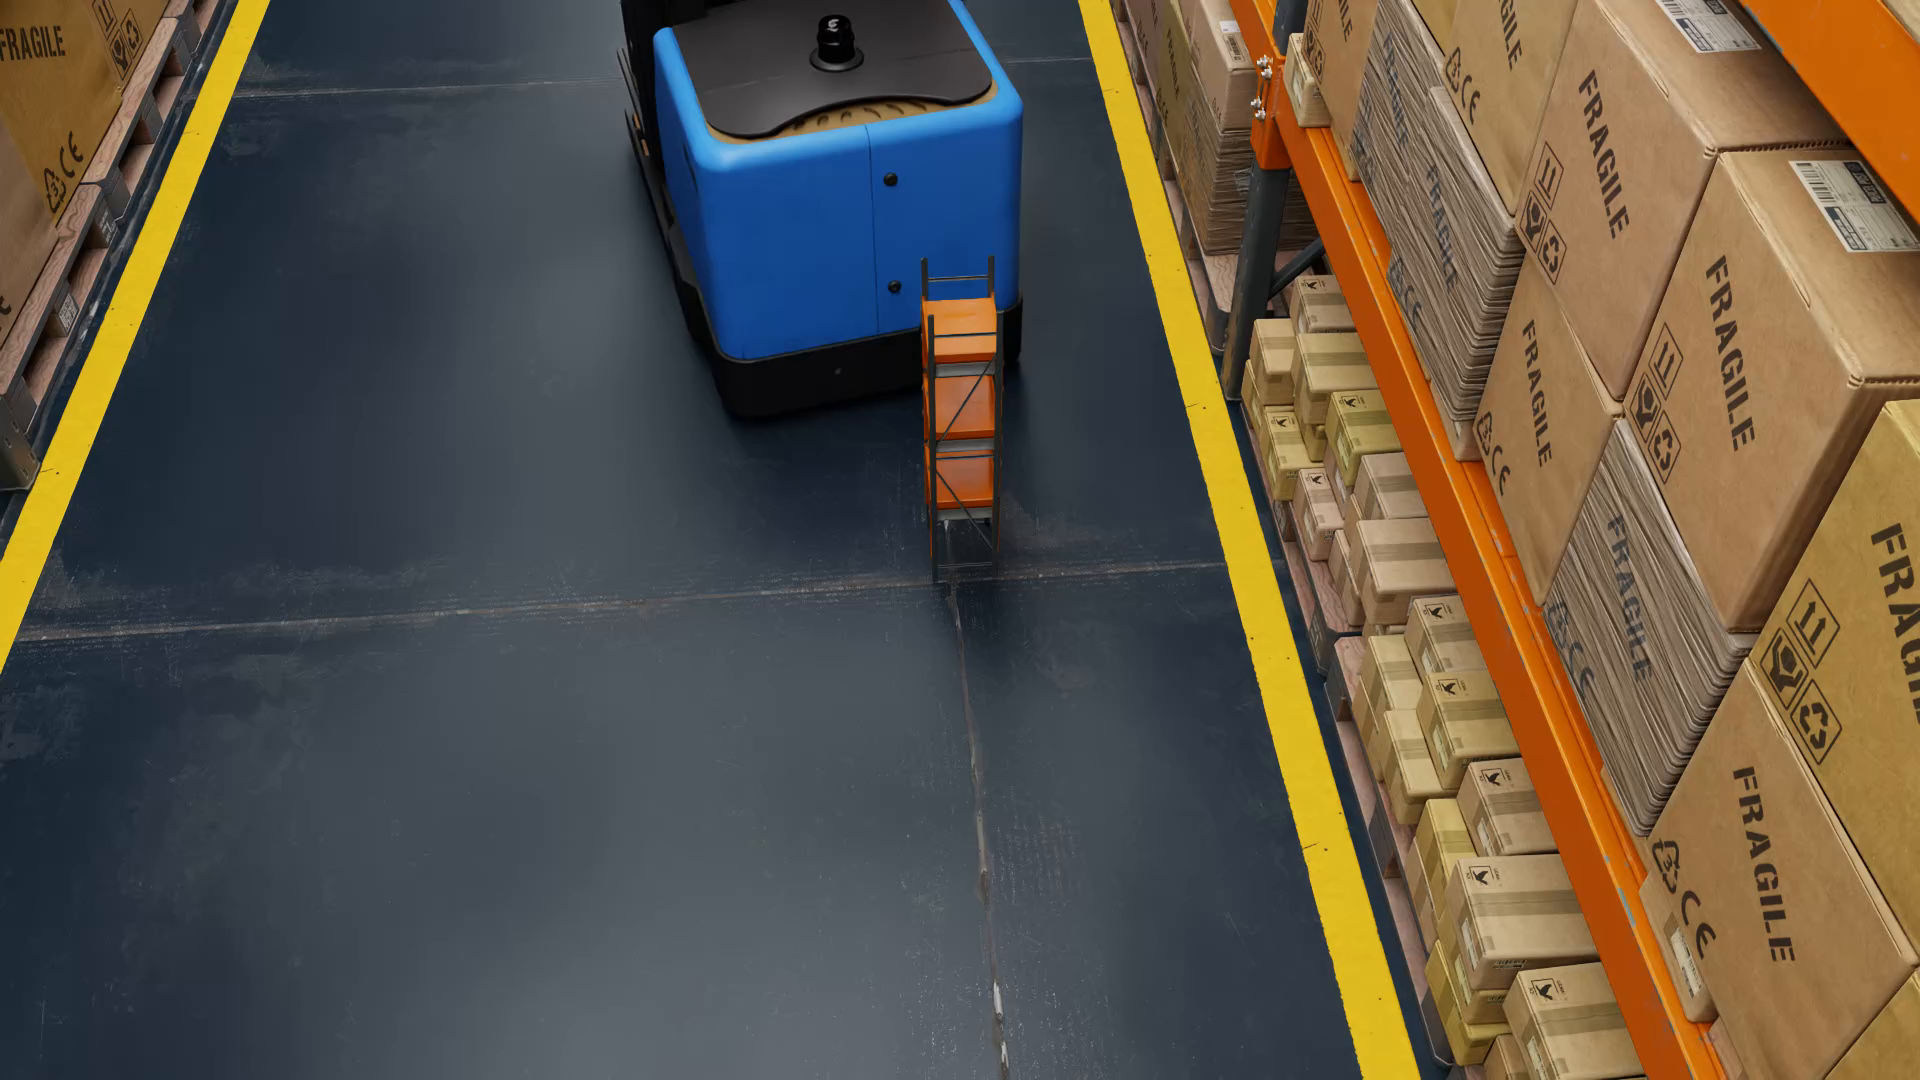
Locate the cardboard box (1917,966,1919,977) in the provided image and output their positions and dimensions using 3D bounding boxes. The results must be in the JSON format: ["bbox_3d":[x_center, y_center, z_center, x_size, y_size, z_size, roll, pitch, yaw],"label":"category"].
[{"bbox_3d":[1.454,0.523,1.727,0.500,0.500,0.500,-4,47,-4],"label":"cardboard box"}]

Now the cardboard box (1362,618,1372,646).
[{"bbox_3d":[1.339,0.286,4.587,0.380,0.149,0.250,-5,47,-5],"label":"cardboard box"}]

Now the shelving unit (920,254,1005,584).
[{"bbox_3d":[0.004,-0.322,4.832,0.215,1.050,0.252,-3,47,-3],"label":"shelving unit"}]

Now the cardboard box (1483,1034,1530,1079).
[{"bbox_3d":[1.396,1.233,3.691,0.380,0.149,0.250,-3,47,-3],"label":"cardboard box"}]

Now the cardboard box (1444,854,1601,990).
[{"bbox_3d":[1.295,0.836,3.657,0.380,0.149,0.250,-2,47,-2],"label":"cardboard box"}]

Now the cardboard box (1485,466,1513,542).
[{"bbox_3d":[1.330,-0.123,3.473,0.380,0.149,0.250,-2,47,-2],"label":"cardboard box"}]

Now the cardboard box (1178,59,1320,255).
[{"bbox_3d":[1.092,-1.380,5.923,0.500,0.500,0.500,-4,47,-4],"label":"cardboard box"}]

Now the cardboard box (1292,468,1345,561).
[{"bbox_3d":[1.211,-0.087,4.940,0.380,0.149,0.250,-4,47,-3],"label":"cardboard box"}]

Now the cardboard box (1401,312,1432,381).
[{"bbox_3d":[1.246,-0.508,3.838,0.380,0.149,0.250,-3,47,-3],"label":"cardboard box"}]

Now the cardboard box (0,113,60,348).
[{"bbox_3d":[-3.650,-1.058,5.360,0.875,0.875,0.875,-2,47,-2],"label":"cardboard box"}]

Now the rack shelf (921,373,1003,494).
[{"bbox_3d":[0.004,-0.315,4.840,0.215,0.259,0.240,-3,47,-3],"label":"rack shelf"}]

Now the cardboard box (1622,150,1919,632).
[{"bbox_3d":[1.359,-0.219,2.429,0.500,0.500,0.500,-1,47,-1],"label":"cardboard box"}]

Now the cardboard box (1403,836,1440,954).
[{"bbox_3d":[1.309,0.853,4.050,0.380,0.149,0.250,-3,47,-3],"label":"cardboard box"}]

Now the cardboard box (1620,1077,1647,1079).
[{"bbox_3d":[1.331,1.218,3.295,0.380,0.149,0.250,-4,47,-4],"label":"cardboard box"}]

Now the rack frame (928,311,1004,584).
[{"bbox_3d":[0.015,-0.234,4.749,0.200,1.050,0.008,-3,47,-3],"label":"rack frame"}]

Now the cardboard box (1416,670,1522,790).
[{"bbox_3d":[1.333,0.451,4.022,0.380,0.149,0.250,-3,47,-3],"label":"cardboard box"}]

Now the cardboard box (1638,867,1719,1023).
[{"bbox_3d":[1.367,0.641,2.750,0.380,0.149,0.250,-2,47,-2],"label":"cardboard box"}]

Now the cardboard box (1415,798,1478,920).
[{"bbox_3d":[1.307,0.752,3.941,0.380,0.149,0.250,-1,47,-1],"label":"cardboard box"}]

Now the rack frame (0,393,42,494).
[{"bbox_3d":[-3.519,-1.201,4.321,1.000,3.000,0.127,-3,47,-3],"label":"rack frame"}]

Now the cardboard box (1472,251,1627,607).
[{"bbox_3d":[1.325,-0.227,3.126,0.500,0.500,0.500,-1,47,-1],"label":"cardboard box"}]

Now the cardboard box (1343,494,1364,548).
[{"bbox_3d":[1.304,-0.012,4.665,0.380,0.149,0.250,-6,47,-5],"label":"cardboard box"}]

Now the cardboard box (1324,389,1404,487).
[{"bbox_3d":[1.262,-0.299,4.731,0.380,0.149,0.250,-4,47,-4],"label":"cardboard box"}]

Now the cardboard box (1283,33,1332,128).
[{"bbox_3d":[1.103,-1.264,4.554,0.380,0.149,0.250,-2,47,-2],"label":"cardboard box"}]

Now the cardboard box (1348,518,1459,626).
[{"bbox_3d":[1.247,0.078,4.375,0.380,0.149,0.250,-3,47,-2],"label":"cardboard box"}]

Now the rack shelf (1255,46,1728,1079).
[{"bbox_3d":[1.573,0.120,3.566,1.077,0.370,4.000,-3,47,-3],"label":"rack shelf"}]

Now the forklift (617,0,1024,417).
[{"bbox_3d":[-0.710,-2.509,5.608,1.130,2.935,3.031,-13,48,-12],"label":"forklift"}]

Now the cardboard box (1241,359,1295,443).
[{"bbox_3d":[1.116,-0.456,5.290,0.380,0.149,0.250,-5,47,-5],"label":"cardboard box"}]

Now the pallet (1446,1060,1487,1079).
[{"bbox_3d":[1.701,1.633,3.558,1.003,0.211,1.213,-3,47,-3],"label":"pallet"}]

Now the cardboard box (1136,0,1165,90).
[{"bbox_3d":[1.011,-2.122,6.627,0.500,0.500,0.500,-4,47,-4],"label":"cardboard box"}]

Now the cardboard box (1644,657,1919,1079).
[{"bbox_3d":[1.408,0.500,2.437,0.500,0.500,0.500,-4,47,-4],"label":"cardboard box"}]

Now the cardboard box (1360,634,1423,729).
[{"bbox_3d":[1.261,0.375,4.299,0.380,0.149,0.250,-4,47,-4],"label":"cardboard box"}]

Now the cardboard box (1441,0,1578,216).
[{"bbox_3d":[1.270,-0.973,3.144,0.500,0.500,0.500,-3,47,-3],"label":"cardboard box"}]

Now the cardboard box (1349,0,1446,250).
[{"bbox_3d":[1.244,-0.980,3.839,0.500,0.500,0.500,-3,47,-3],"label":"cardboard box"}]

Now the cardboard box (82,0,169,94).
[{"bbox_3d":[-3.808,-2.358,6.592,0.875,0.875,0.875,-3,47,-3],"label":"cardboard box"}]

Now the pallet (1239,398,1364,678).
[{"bbox_3d":[1.497,-0.132,5.230,1.003,0.211,1.213,-3,47,-3],"label":"pallet"}]

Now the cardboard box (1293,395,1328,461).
[{"bbox_3d":[1.228,-0.382,5.015,0.380,0.149,0.250,-3,47,-3],"label":"cardboard box"}]

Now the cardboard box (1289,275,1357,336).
[{"bbox_3d":[1.228,-0.682,5.094,0.380,0.149,0.250,-2,47,-2],"label":"cardboard box"}]

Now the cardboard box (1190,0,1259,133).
[{"bbox_3d":[1.091,-1.641,5.654,0.500,0.250,0.500,-5,47,-4],"label":"cardboard box"}]

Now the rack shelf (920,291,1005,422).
[{"bbox_3d":[0.004,-0.510,4.634,0.215,0.259,0.240,-3,47,-3],"label":"rack shelf"}]

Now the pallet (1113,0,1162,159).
[{"bbox_3d":[1.234,-2.064,7.059,1.003,0.211,1.213,-3,47,-3],"label":"pallet"}]

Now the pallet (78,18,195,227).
[{"bbox_3d":[-3.764,-1.680,6.696,1.003,0.211,1.213,-3,47,-3],"label":"pallet"}]
